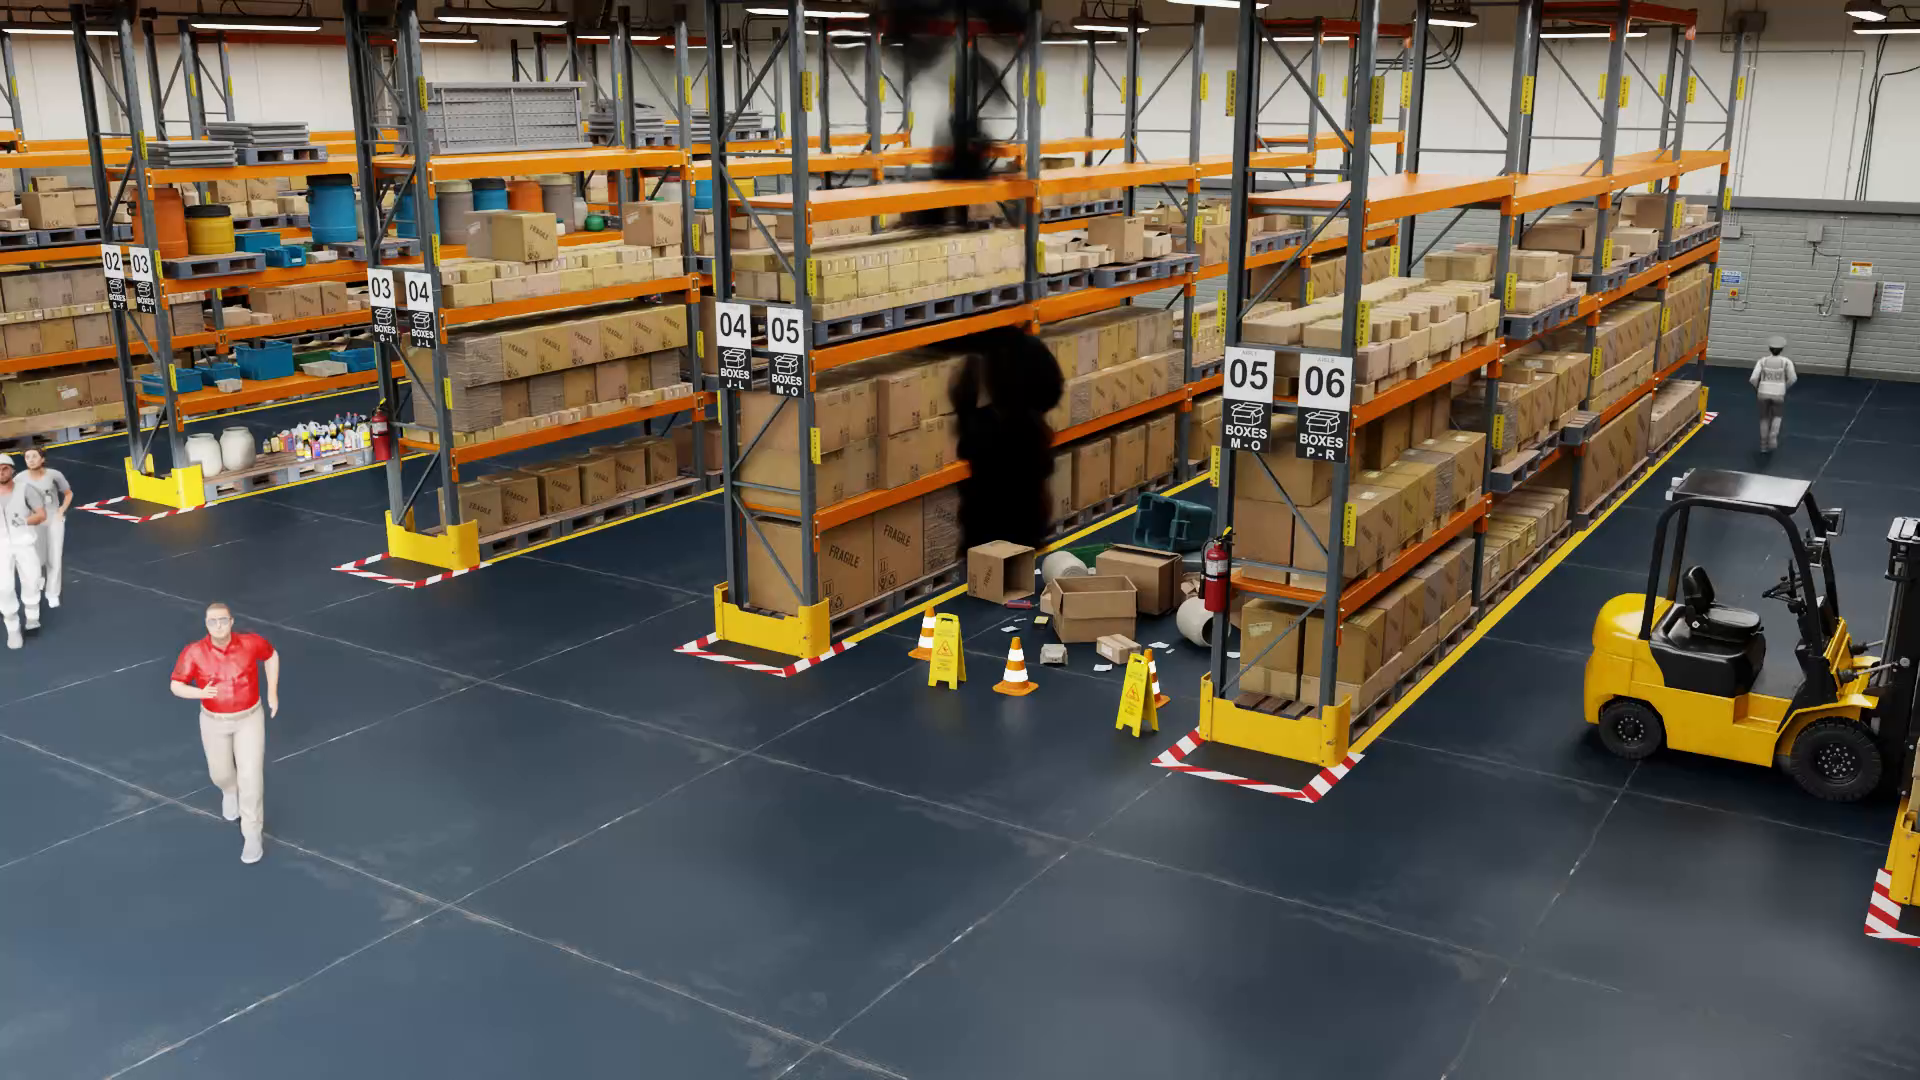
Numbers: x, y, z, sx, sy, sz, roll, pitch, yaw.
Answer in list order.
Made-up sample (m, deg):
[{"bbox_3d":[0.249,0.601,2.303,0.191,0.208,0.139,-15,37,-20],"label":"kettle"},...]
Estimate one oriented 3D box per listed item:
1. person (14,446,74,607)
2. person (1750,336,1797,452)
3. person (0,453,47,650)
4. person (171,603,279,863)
[{"bbox_3d":[-9.220,-0.159,16.781,0.560,1.639,0.605,-7,17,-25],"label":"person"},{"bbox_3d":[11.482,-2.060,23.532,0.599,1.649,0.540,7,17,24],"label":"person"},{"bbox_3d":[-8.867,0.092,15.566,0.646,1.839,0.758,-8,18,-28],"label":"person"},{"bbox_3d":[-5.012,1.249,11.435,0.682,1.722,0.950,-6,17,-21],"label":"person"}]
